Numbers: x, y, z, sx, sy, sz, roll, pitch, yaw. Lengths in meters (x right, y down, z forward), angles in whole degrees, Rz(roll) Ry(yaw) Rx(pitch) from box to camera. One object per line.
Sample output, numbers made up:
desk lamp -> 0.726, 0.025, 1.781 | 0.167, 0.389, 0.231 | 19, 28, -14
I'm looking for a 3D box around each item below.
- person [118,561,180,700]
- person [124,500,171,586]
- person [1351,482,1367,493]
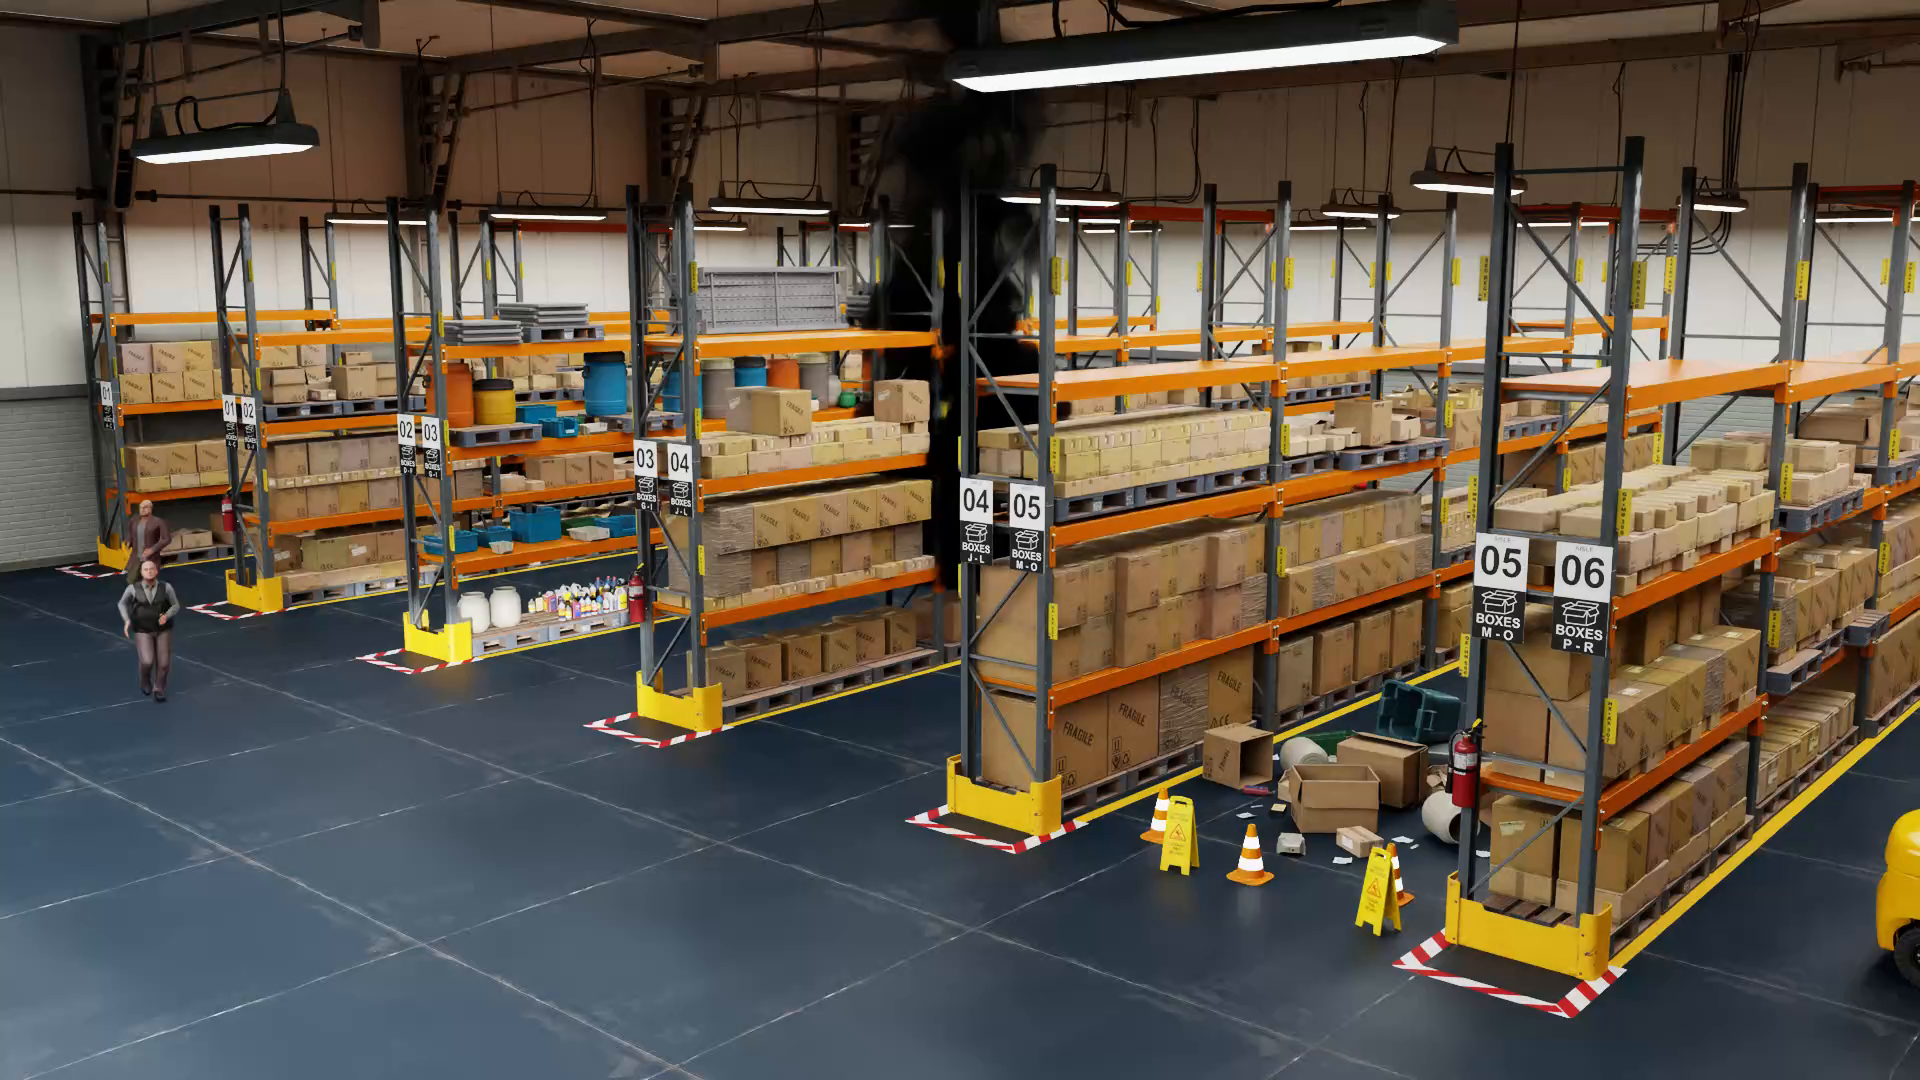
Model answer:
person -> -9.536, 1.092, 19.636 | 0.649, 1.678, 0.575 | -6, 11, -30
person -> -11.962, 0.270, 24.480 | 0.728, 1.743, 0.568 | 0, 9, 1
person -> 5.726, 0.047, 24.126 | 0.647, 1.890, 0.751 | 8, 12, 39
